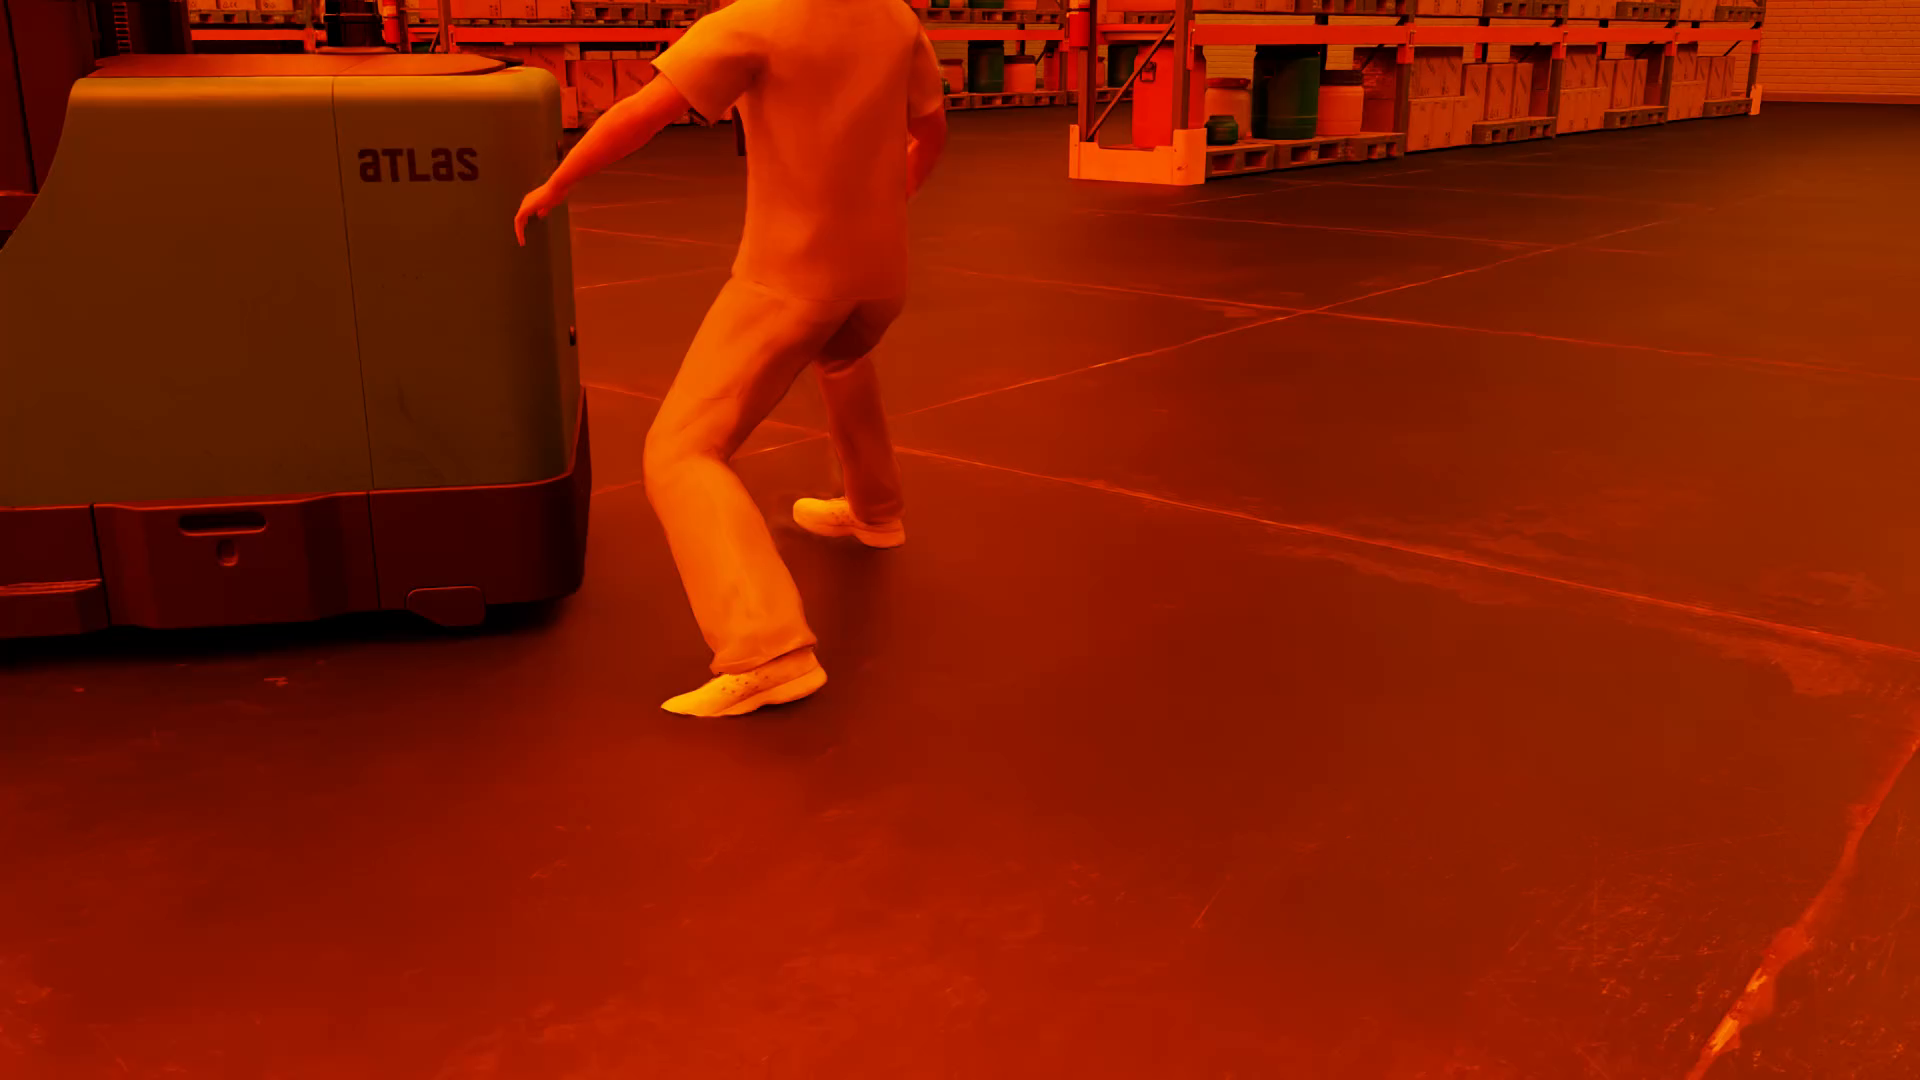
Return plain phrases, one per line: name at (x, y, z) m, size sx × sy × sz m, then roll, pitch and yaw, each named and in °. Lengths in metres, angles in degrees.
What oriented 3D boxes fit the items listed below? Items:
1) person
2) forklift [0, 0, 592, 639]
person at (-0.354, -0.545, 3.227) m, size 0.939 × 1.538 × 0.880 m, roll -14°, pitch 22°, yaw -39°
forklift at (-2.341, -1.284, 3.125) m, size 3.031 × 2.935 × 1.130 m, roll -3°, pitch 17°, yaw -10°
